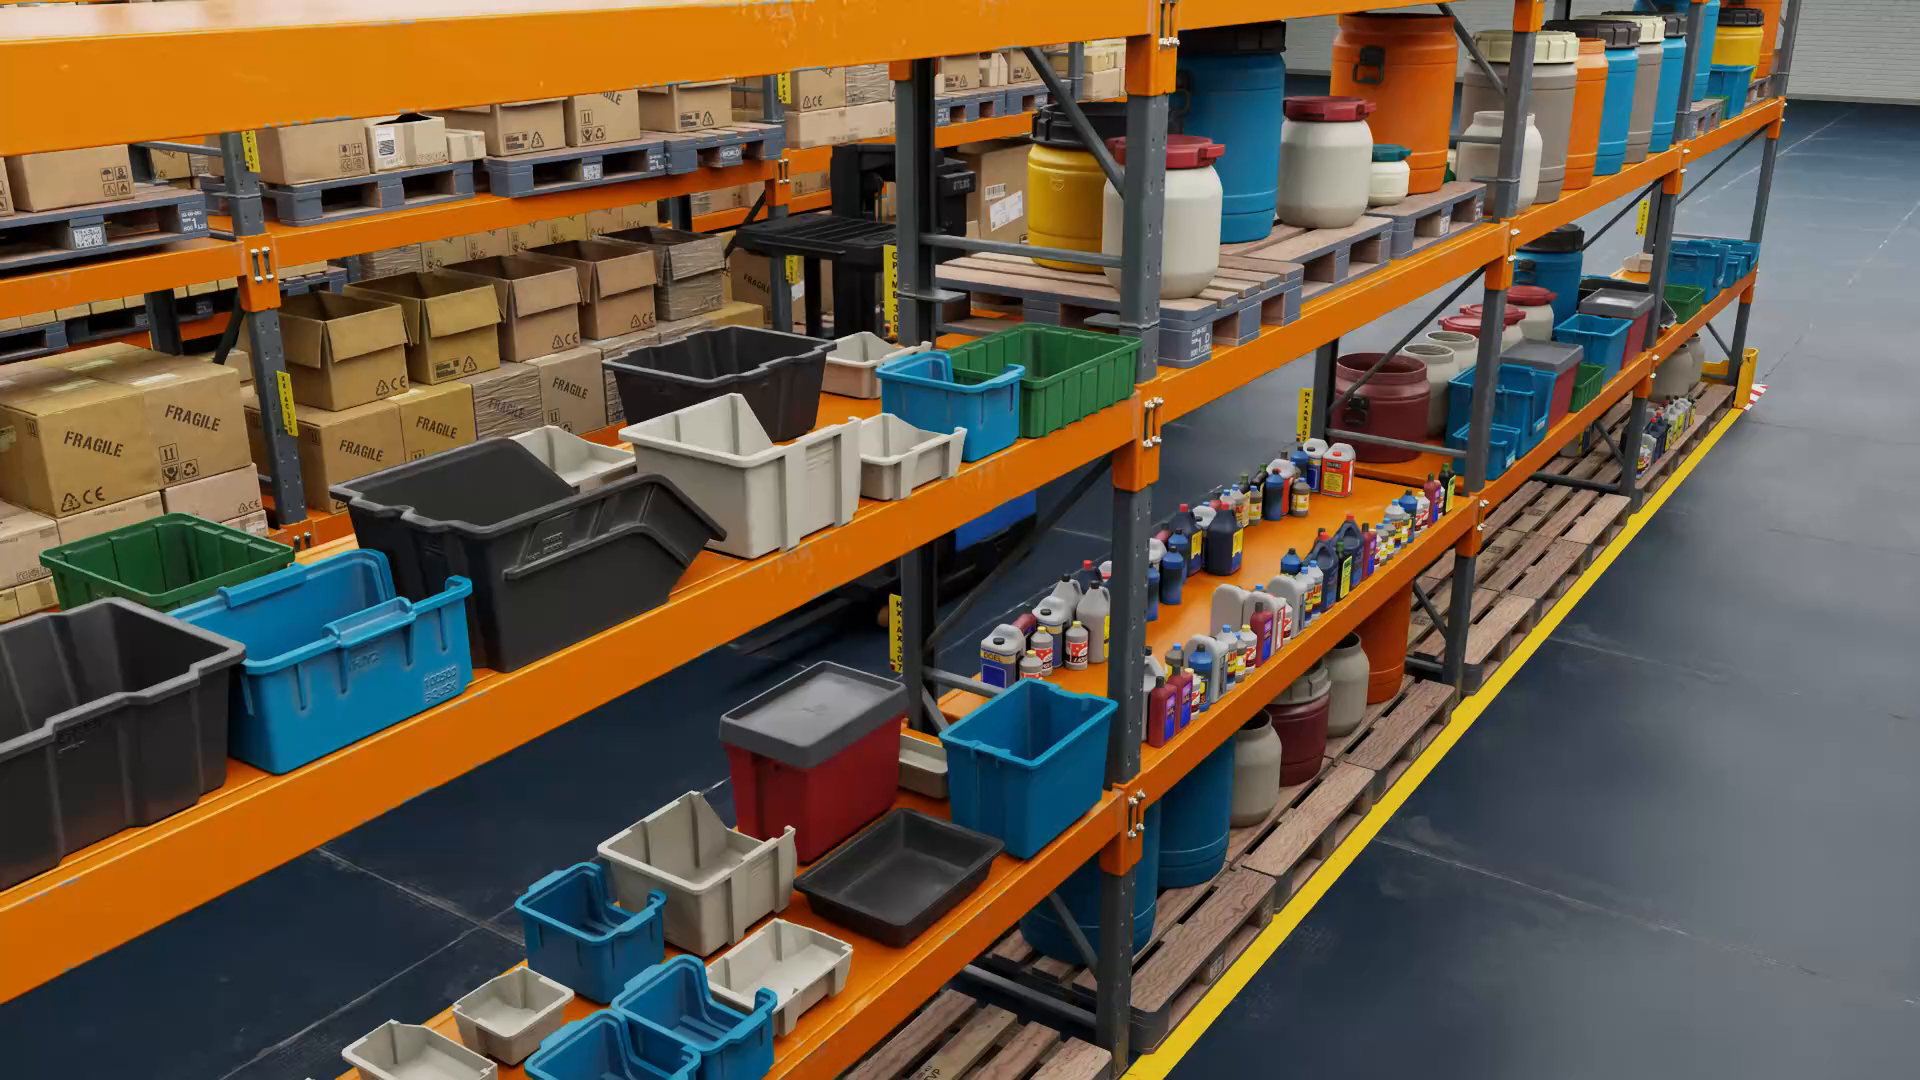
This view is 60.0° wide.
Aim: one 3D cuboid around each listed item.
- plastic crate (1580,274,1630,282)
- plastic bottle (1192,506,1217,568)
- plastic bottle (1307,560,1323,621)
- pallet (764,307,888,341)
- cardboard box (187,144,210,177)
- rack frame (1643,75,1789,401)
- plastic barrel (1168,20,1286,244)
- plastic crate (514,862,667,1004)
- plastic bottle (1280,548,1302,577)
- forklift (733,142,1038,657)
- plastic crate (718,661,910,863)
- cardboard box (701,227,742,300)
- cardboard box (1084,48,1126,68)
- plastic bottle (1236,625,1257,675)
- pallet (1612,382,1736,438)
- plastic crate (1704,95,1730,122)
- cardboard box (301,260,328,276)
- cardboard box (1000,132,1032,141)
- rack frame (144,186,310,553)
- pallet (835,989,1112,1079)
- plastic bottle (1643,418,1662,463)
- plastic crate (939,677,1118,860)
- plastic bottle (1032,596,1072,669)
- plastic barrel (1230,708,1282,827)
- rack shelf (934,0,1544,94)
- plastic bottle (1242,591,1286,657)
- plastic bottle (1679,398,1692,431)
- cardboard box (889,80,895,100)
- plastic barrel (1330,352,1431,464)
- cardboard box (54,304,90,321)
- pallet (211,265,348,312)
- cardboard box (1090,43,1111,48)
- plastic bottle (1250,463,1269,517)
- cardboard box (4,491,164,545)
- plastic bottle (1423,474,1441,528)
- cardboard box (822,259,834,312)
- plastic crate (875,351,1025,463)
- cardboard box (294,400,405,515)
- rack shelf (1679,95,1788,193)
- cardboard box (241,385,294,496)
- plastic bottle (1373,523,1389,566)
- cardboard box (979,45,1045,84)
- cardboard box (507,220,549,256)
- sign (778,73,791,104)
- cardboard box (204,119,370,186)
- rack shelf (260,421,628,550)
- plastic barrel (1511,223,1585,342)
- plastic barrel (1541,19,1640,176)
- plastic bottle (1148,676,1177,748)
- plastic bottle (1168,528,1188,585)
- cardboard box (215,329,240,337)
[{"bbox_3d":[5.114,-1.986,13.524,0.499,0.251,0.616,13,24,32],"label":"plastic crate"},{"bbox_3d":[1.178,-0.020,8.174,0.152,0.276,0.135,13,24,32],"label":"plastic bottle"},{"bbox_3d":[1.588,0.224,7.521,0.097,0.271,0.097,0,20,0],"label":"plastic bottle"},{"bbox_3d":[-1.316,-1.638,12.647,1.213,0.211,1.003,13,24,32],"label":"pallet"},{"bbox_3d":[-8.512,-4.350,18.522,0.500,0.500,0.500,12,24,30],"label":"cardboard box"},{"bbox_3d":[6.965,-2.833,15.599,1.000,3.000,0.127,13,24,32],"label":"rack frame"},{"bbox_3d":[1.052,-1.748,7.015,0.600,0.901,0.708,13,24,32],"label":"plastic barrel"},{"bbox_3d":[-1.087,1.169,4.935,0.416,0.233,0.300,13,24,32],"label":"plastic crate"},{"bbox_3d":[1.524,0.168,7.672,0.097,0.271,0.097,0,20,0],"label":"plastic bottle"},{"bbox_3d":[-0.698,-0.981,10.692,1.130,2.935,3.031,14,24,32],"label":"forklift"},{"bbox_3d":[-0.490,0.760,5.709,0.402,0.464,0.583,13,24,32],"label":"plastic crate"},{"bbox_3d":[-3.014,-3.014,18.548,0.875,0.875,0.875,14,24,33],"label":"cardboard box"},{"bbox_3d":[1.322,-4.371,15.076,0.380,0.149,0.250,13,24,32],"label":"cardboard box"},{"bbox_3d":[1.198,0.456,6.994,0.097,0.201,0.097,0,20,0],"label":"plastic bottle"},{"bbox_3d":[6.500,-1.262,15.372,1.003,0.211,1.213,13,24,32],"label":"pallet"},{"bbox_3d":[5.829,-3.392,13.093,0.336,0.188,0.450,13,24,32],"label":"plastic crate"},{"bbox_3d":[-5.571,-2.347,14.044,0.380,0.149,0.250,14,24,33],"label":"cardboard box"},{"bbox_3d":[0.646,-3.489,15.360,0.500,0.500,0.500,13,24,32],"label":"cardboard box"},{"bbox_3d":[-3.877,-0.356,8.902,1.000,3.000,0.127,13,24,32],"label":"rack frame"},{"bbox_3d":[-0.162,2.137,6.184,1.003,0.211,1.213,13,24,32],"label":"pallet"},{"bbox_3d":[5.513,-0.800,13.287,0.144,0.351,0.185,14,25,33],"label":"plastic bottle"},{"bbox_3d":[0.239,0.790,5.741,0.392,0.384,0.575,13,24,32],"label":"plastic crate"},{"bbox_3d":[0.379,0.388,7.072,0.152,0.276,0.135,13,24,32],"label":"plastic bottle"},{"bbox_3d":[1.329,1.080,8.003,0.421,0.512,0.421,0,20,0],"label":"plastic barrel"},{"bbox_3d":[1.344,-2.252,6.996,1.077,0.370,4.000,13,24,32],"label":"rack shelf"},{"bbox_3d":[1.315,0.344,7.189,0.152,0.276,0.135,13,24,32],"label":"plastic bottle"},{"bbox_3d":[6.131,-1.082,14.159,0.152,0.276,0.135,13,24,32],"label":"plastic bottle"},{"bbox_3d":[-0.586,-3.567,12.395,0.500,0.500,0.500,12,24,30],"label":"cardboard box"},{"bbox_3d":[2.478,-0.793,9.890,0.600,0.536,0.708,13,24,32],"label":"plastic barrel"},{"bbox_3d":[-6.741,-1.751,12.431,0.380,0.149,0.250,12,23,29],"label":"cardboard box"},{"bbox_3d":[-5.986,-2.184,14.123,1.213,0.211,1.003,13,24,32],"label":"pallet"},{"bbox_3d":[1.199,-4.616,15.737,0.380,0.149,0.250,14,25,34],"label":"cardboard box"},{"bbox_3d":[1.584,-0.259,8.810,0.061,0.283,0.133,13,24,32],"label":"plastic bottle"},{"bbox_3d":[-4.197,-0.098,7.993,0.500,0.250,0.500,14,25,33],"label":"cardboard box"},{"bbox_3d":[2.464,-0.217,8.696,0.061,0.283,0.133,13,24,32],"label":"plastic bottle"},{"bbox_3d":[-1.127,-2.089,12.841,0.700,0.500,0.500,18,27,40],"label":"cardboard box"},{"bbox_3d":[-0.028,-0.394,4.925,0.416,0.233,0.300,13,24,32],"label":"plastic crate"},{"bbox_3d":[-3.412,-0.486,9.110,0.500,0.500,0.500,13,24,32],"label":"cardboard box"},{"bbox_3d":[5.841,-3.328,13.652,1.077,0.370,4.000,13,24,32],"label":"rack shelf"},{"bbox_3d":[-3.840,-0.590,9.392,0.500,0.500,0.500,13,24,32],"label":"cardboard box"},{"bbox_3d":[2.055,0.019,8.178,0.097,0.201,0.097,0,20,0],"label":"plastic bottle"},{"bbox_3d":[0.274,-4.188,14.184,0.797,0.503,0.637,12,23,29],"label":"cardboard box"},{"bbox_3d":[-4.349,-3.056,16.059,0.500,0.500,0.500,13,24,31],"label":"cardboard box"},{"bbox_3d":[-1.174,-3.079,11.082,0.100,0.325,0.005,13,24,32],"label":"sign"},{"bbox_3d":[-3.559,-2.175,8.747,0.700,0.500,0.500,14,24,33],"label":"cardboard box"},{"bbox_3d":[-2.753,-0.592,10.579,1.077,0.370,4.000,13,24,32],"label":"rack shelf"},{"bbox_3d":[4.249,-1.868,12.270,0.600,0.901,0.708,13,24,32],"label":"plastic barrel"},{"bbox_3d":[3.875,-2.763,10.366,0.600,0.901,0.708,13,24,32],"label":"plastic barrel"},{"bbox_3d":[0.778,0.643,6.371,0.061,0.283,0.133,13,24,32],"label":"plastic bottle"},{"bbox_3d":[1.036,0.075,7.924,0.097,0.271,0.097,0,20,0],"label":"plastic bottle"},{"bbox_3d":[-6.262,-1.725,14.522,0.500,0.250,0.500,12,23,29],"label":"cardboard box"}]
